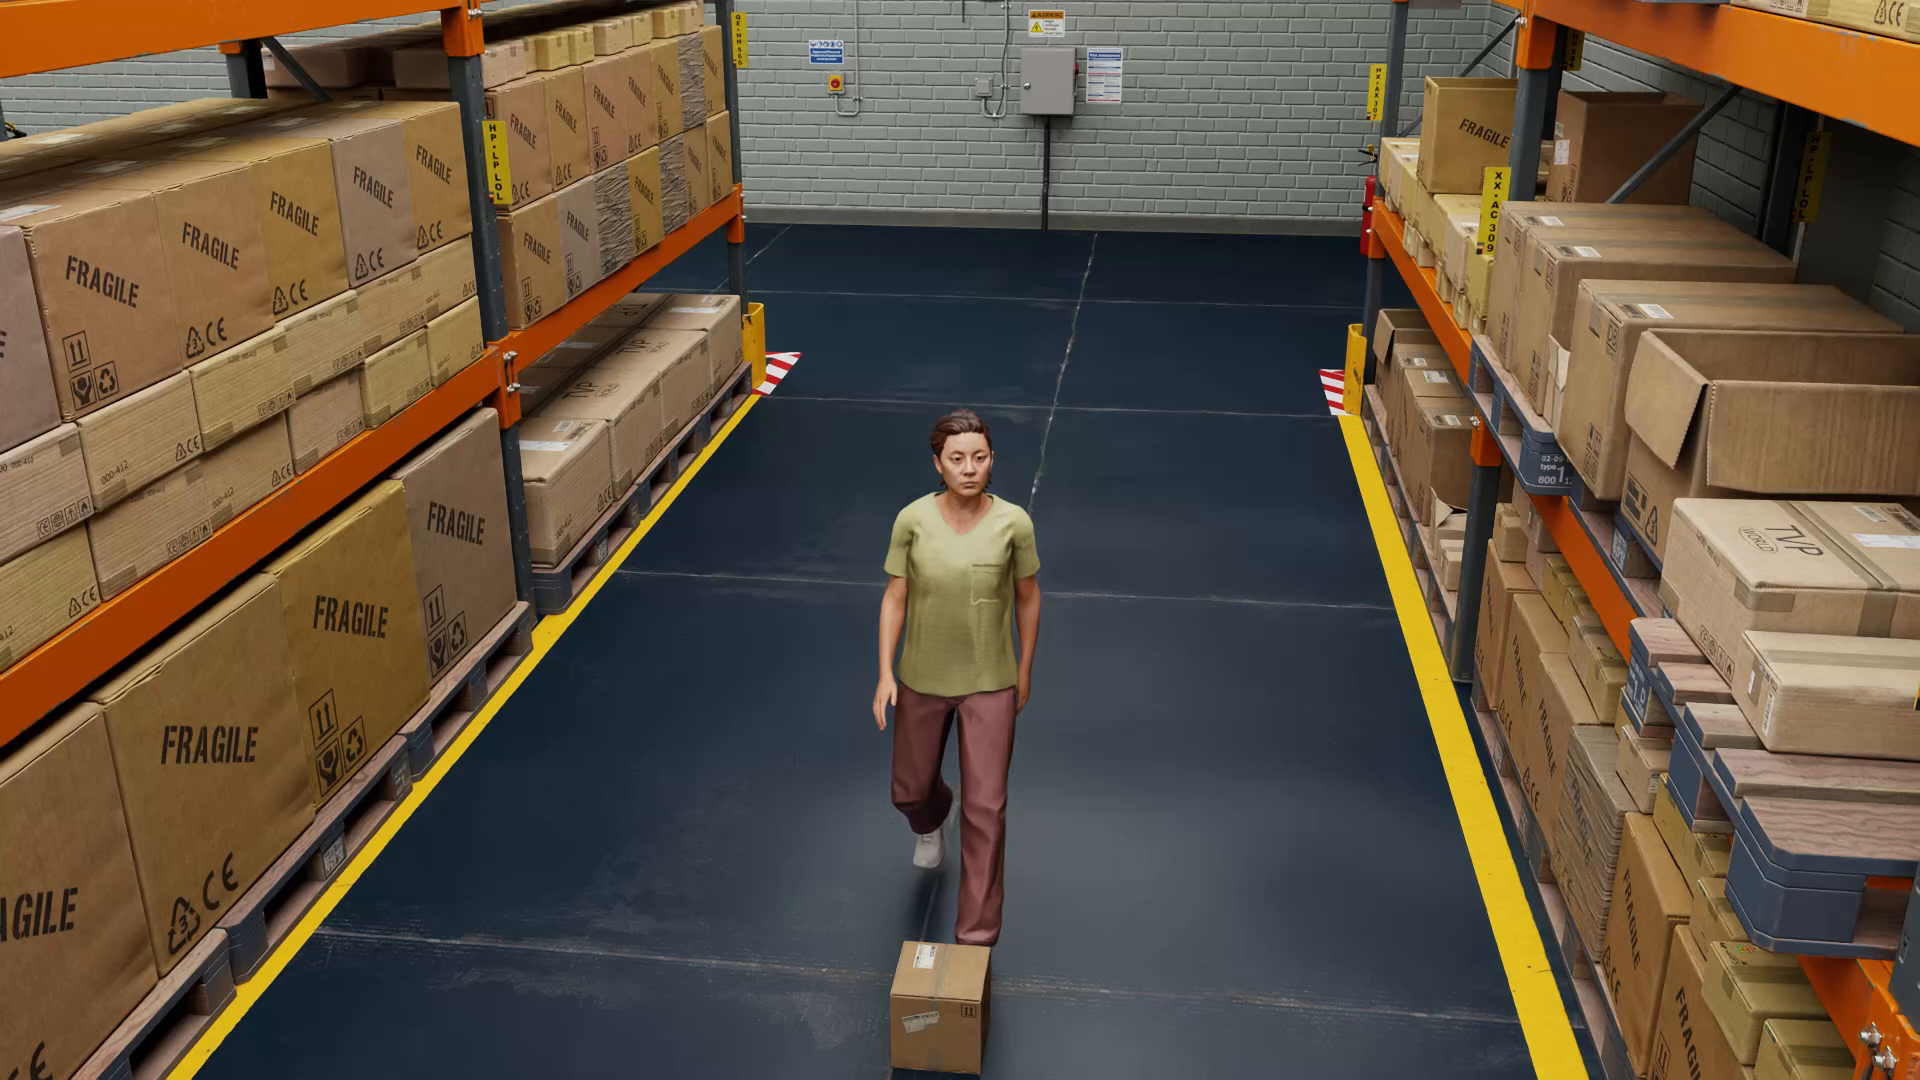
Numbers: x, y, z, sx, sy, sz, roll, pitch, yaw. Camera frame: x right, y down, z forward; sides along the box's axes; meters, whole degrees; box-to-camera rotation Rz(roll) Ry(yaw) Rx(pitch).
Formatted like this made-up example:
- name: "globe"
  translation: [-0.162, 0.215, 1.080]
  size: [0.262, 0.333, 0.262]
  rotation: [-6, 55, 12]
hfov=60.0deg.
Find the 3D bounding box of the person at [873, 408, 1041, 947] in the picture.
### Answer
- name: "person"
  translation: [-0.005, 0.432, 4.960]
  size: [0.469, 1.645, 0.867]
  rotation: [2, 21, 6]
